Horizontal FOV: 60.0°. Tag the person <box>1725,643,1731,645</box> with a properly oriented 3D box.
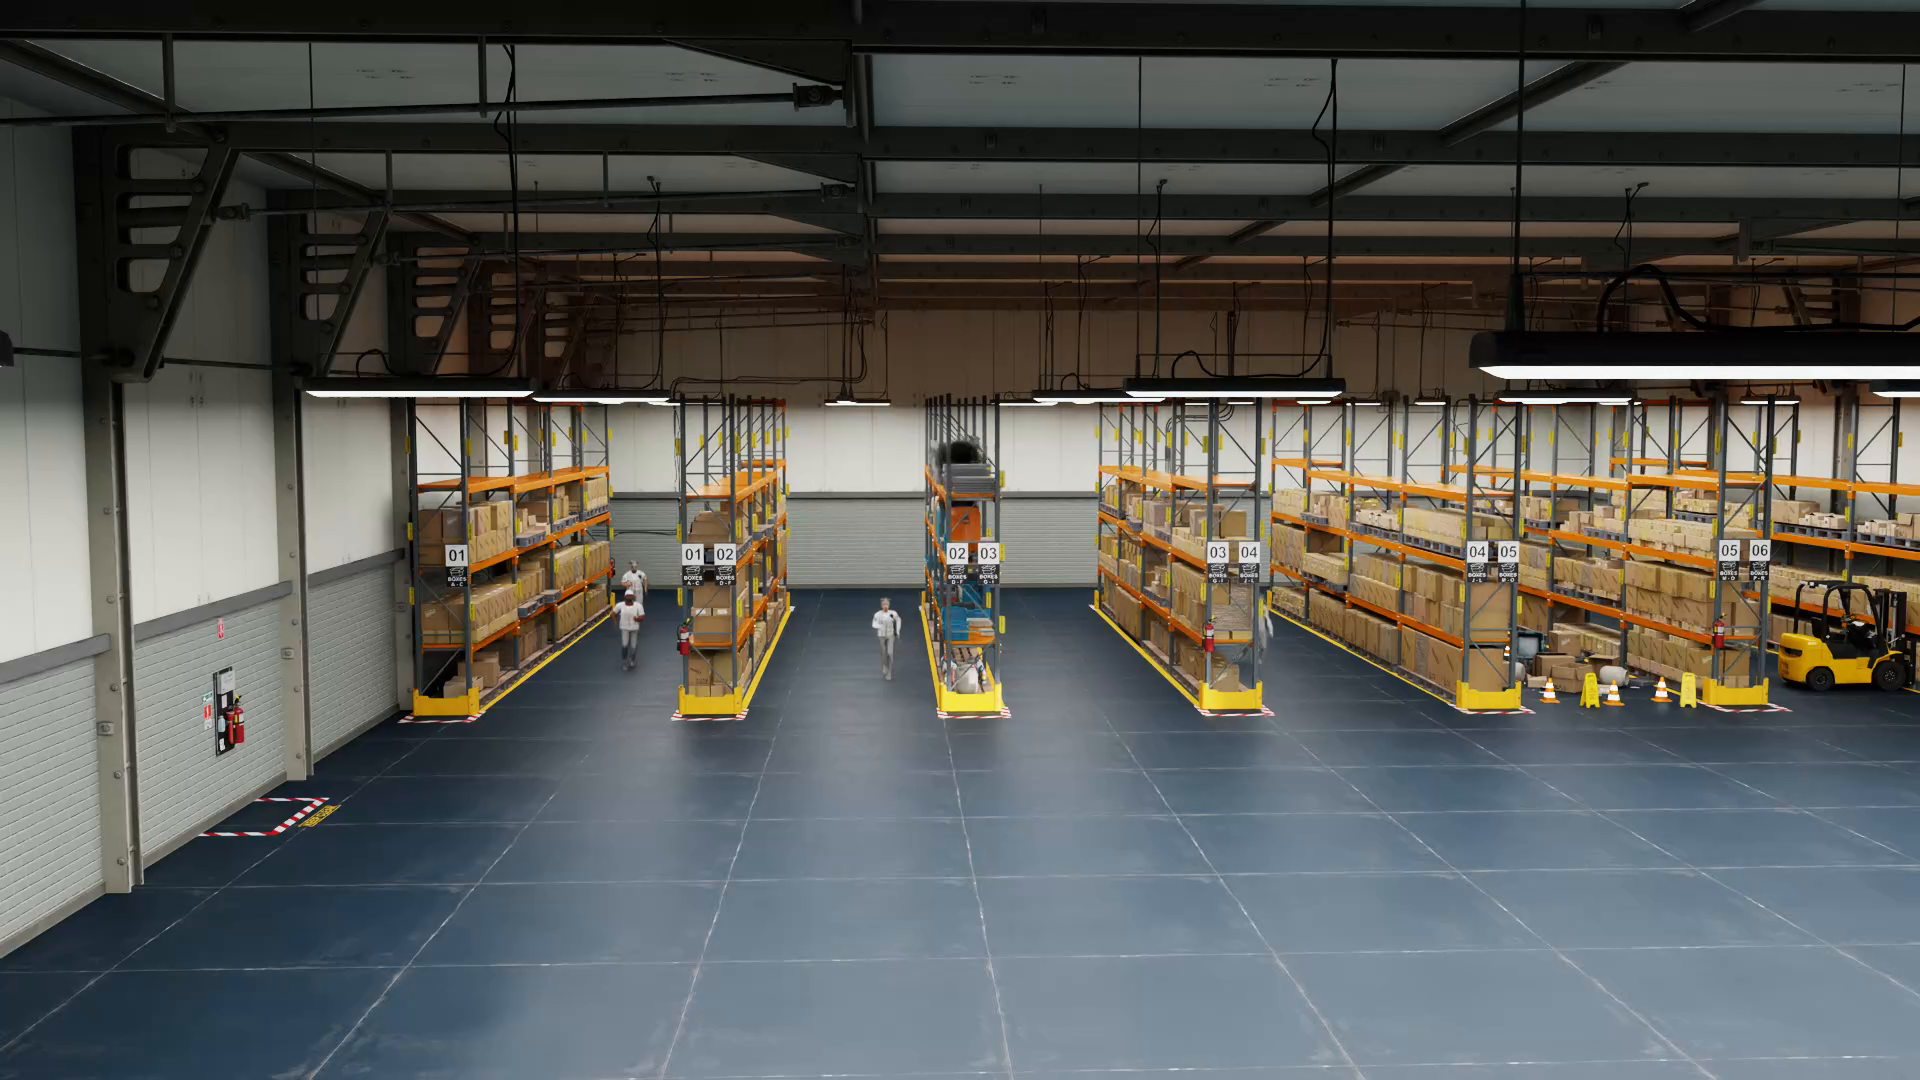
[{"bbox_3d":[17.874,1.819,39.241,0.570,1.640,0.723,-2,5,-20],"label":"person"}]

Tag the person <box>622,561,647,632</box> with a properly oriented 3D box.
[{"bbox_3d":[-8.416,1.444,43.000,0.623,1.834,0.890,0,5,-5],"label":"person"}]

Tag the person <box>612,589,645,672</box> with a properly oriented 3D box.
[{"bbox_3d":[-7.238,1.975,36.350,0.693,1.787,0.721,-1,5,-13],"label":"person"}]

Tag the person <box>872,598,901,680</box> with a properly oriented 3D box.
[{"bbox_3d":[-1.566,2.090,35.326,0.564,1.742,0.830,0,5,4],"label":"person"}]

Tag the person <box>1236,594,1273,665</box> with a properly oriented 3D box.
[{"bbox_3d":[6.606,1.980,37.250,0.734,1.593,0.646,0,5,-2],"label":"person"}]
